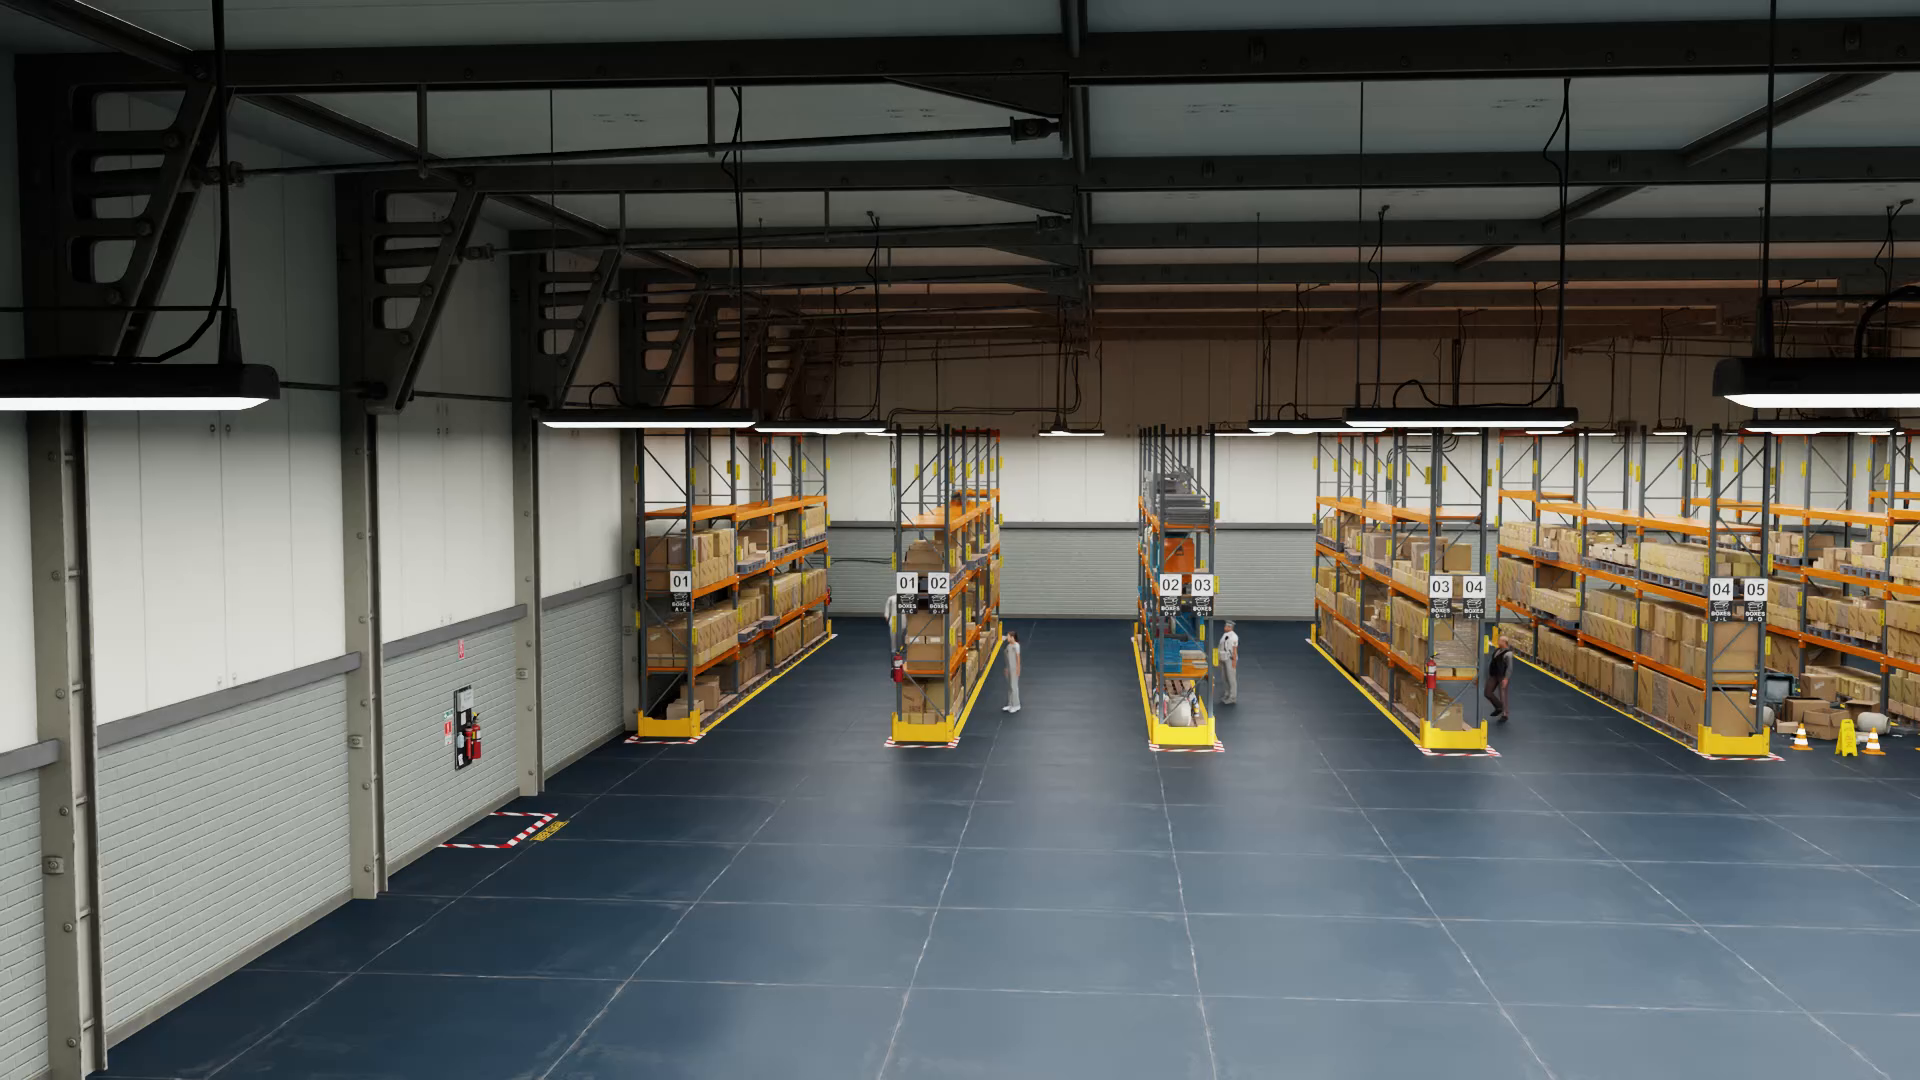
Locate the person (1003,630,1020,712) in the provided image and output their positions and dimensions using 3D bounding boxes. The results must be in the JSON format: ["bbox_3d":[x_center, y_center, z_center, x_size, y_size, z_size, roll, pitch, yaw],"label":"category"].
[{"bbox_3d":[1.097,2.762,35.076,0.392,1.712,0.531,-1,4,-23],"label":"person"}]

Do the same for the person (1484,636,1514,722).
[{"bbox_3d":[10.988,2.800,33.801,0.476,1.720,0.612,-2,4,-28],"label":"person"}]

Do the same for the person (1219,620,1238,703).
[{"bbox_3d":[5.837,2.633,36.298,0.463,1.784,0.617,-1,4,-23],"label":"person"}]

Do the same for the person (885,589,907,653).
[{"bbox_3d":[-1.684,2.167,44.848,0.705,1.814,0.935,0,3,5],"label":"person"}]
